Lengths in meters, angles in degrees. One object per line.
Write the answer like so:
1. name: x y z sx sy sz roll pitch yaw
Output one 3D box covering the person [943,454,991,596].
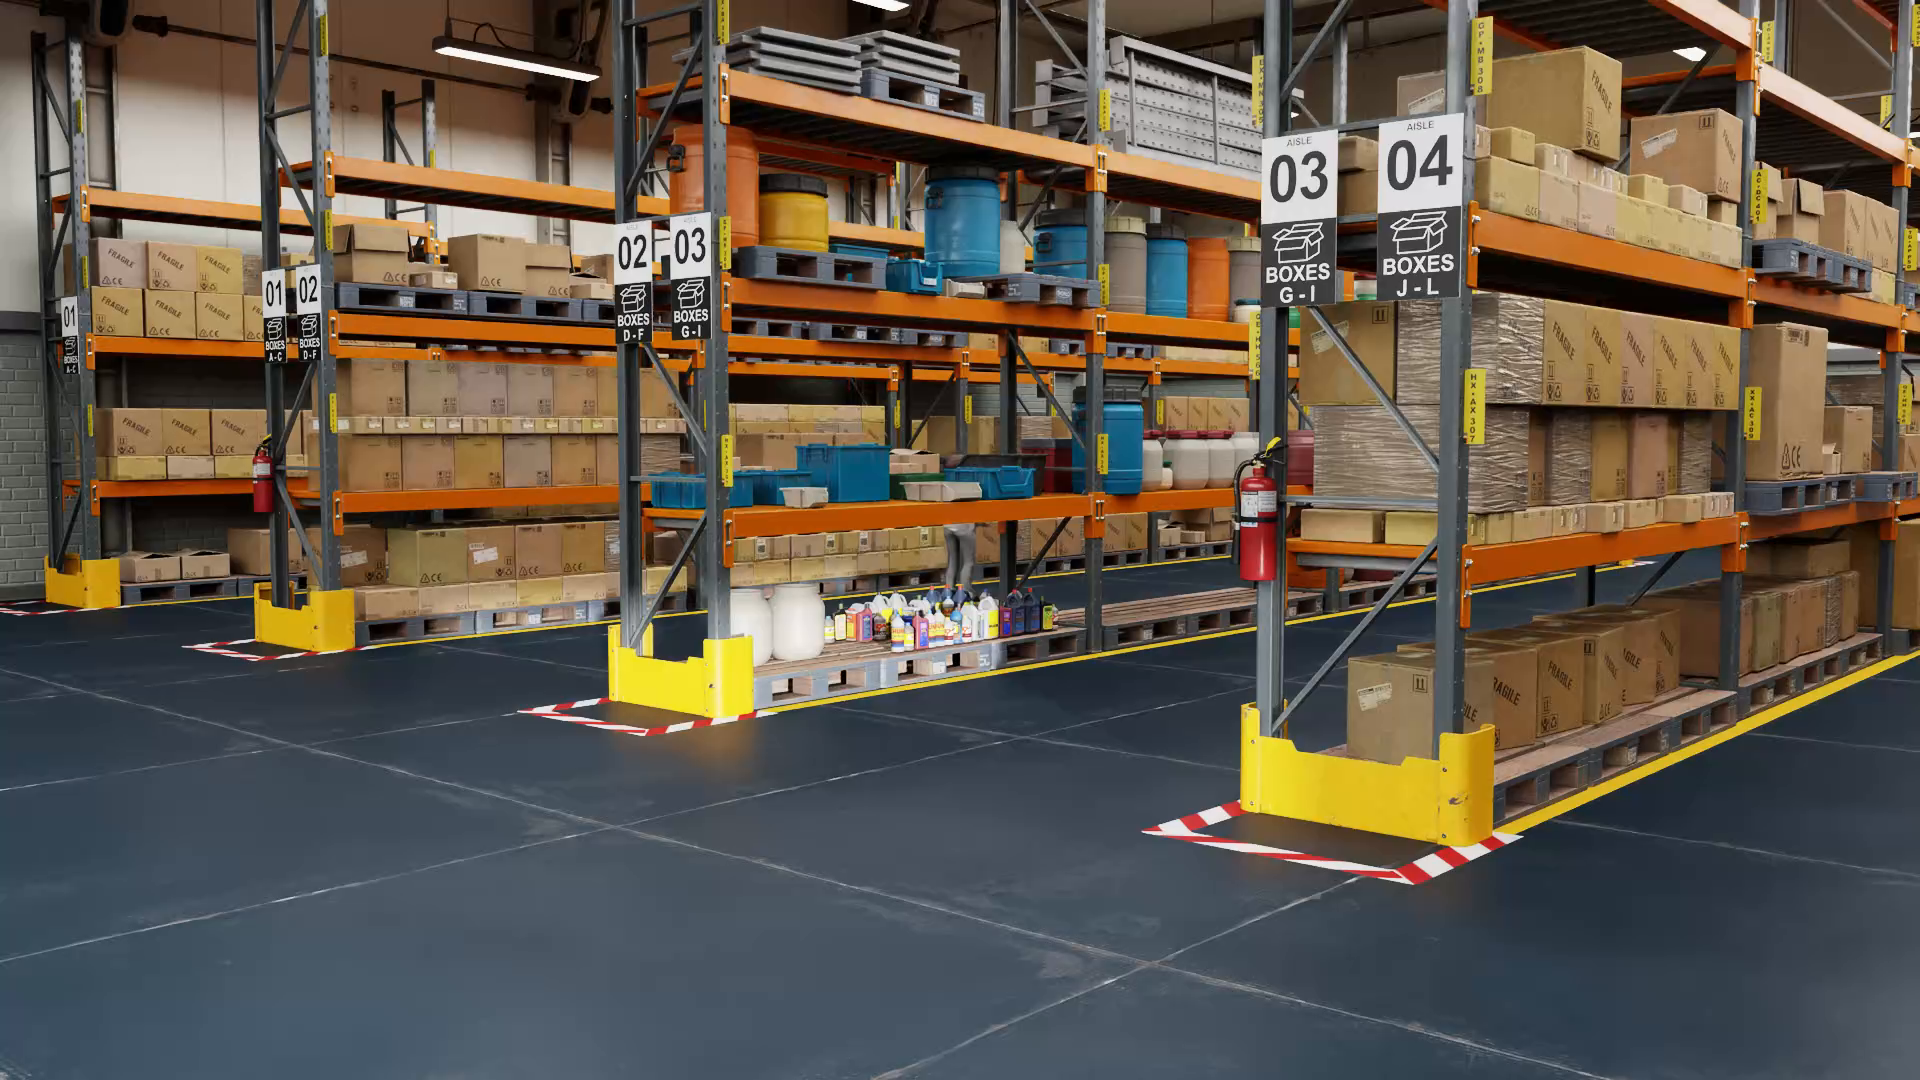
1. person: 0.055 -0.098 17.271 0.404 1.593 0.494 3 5 42
